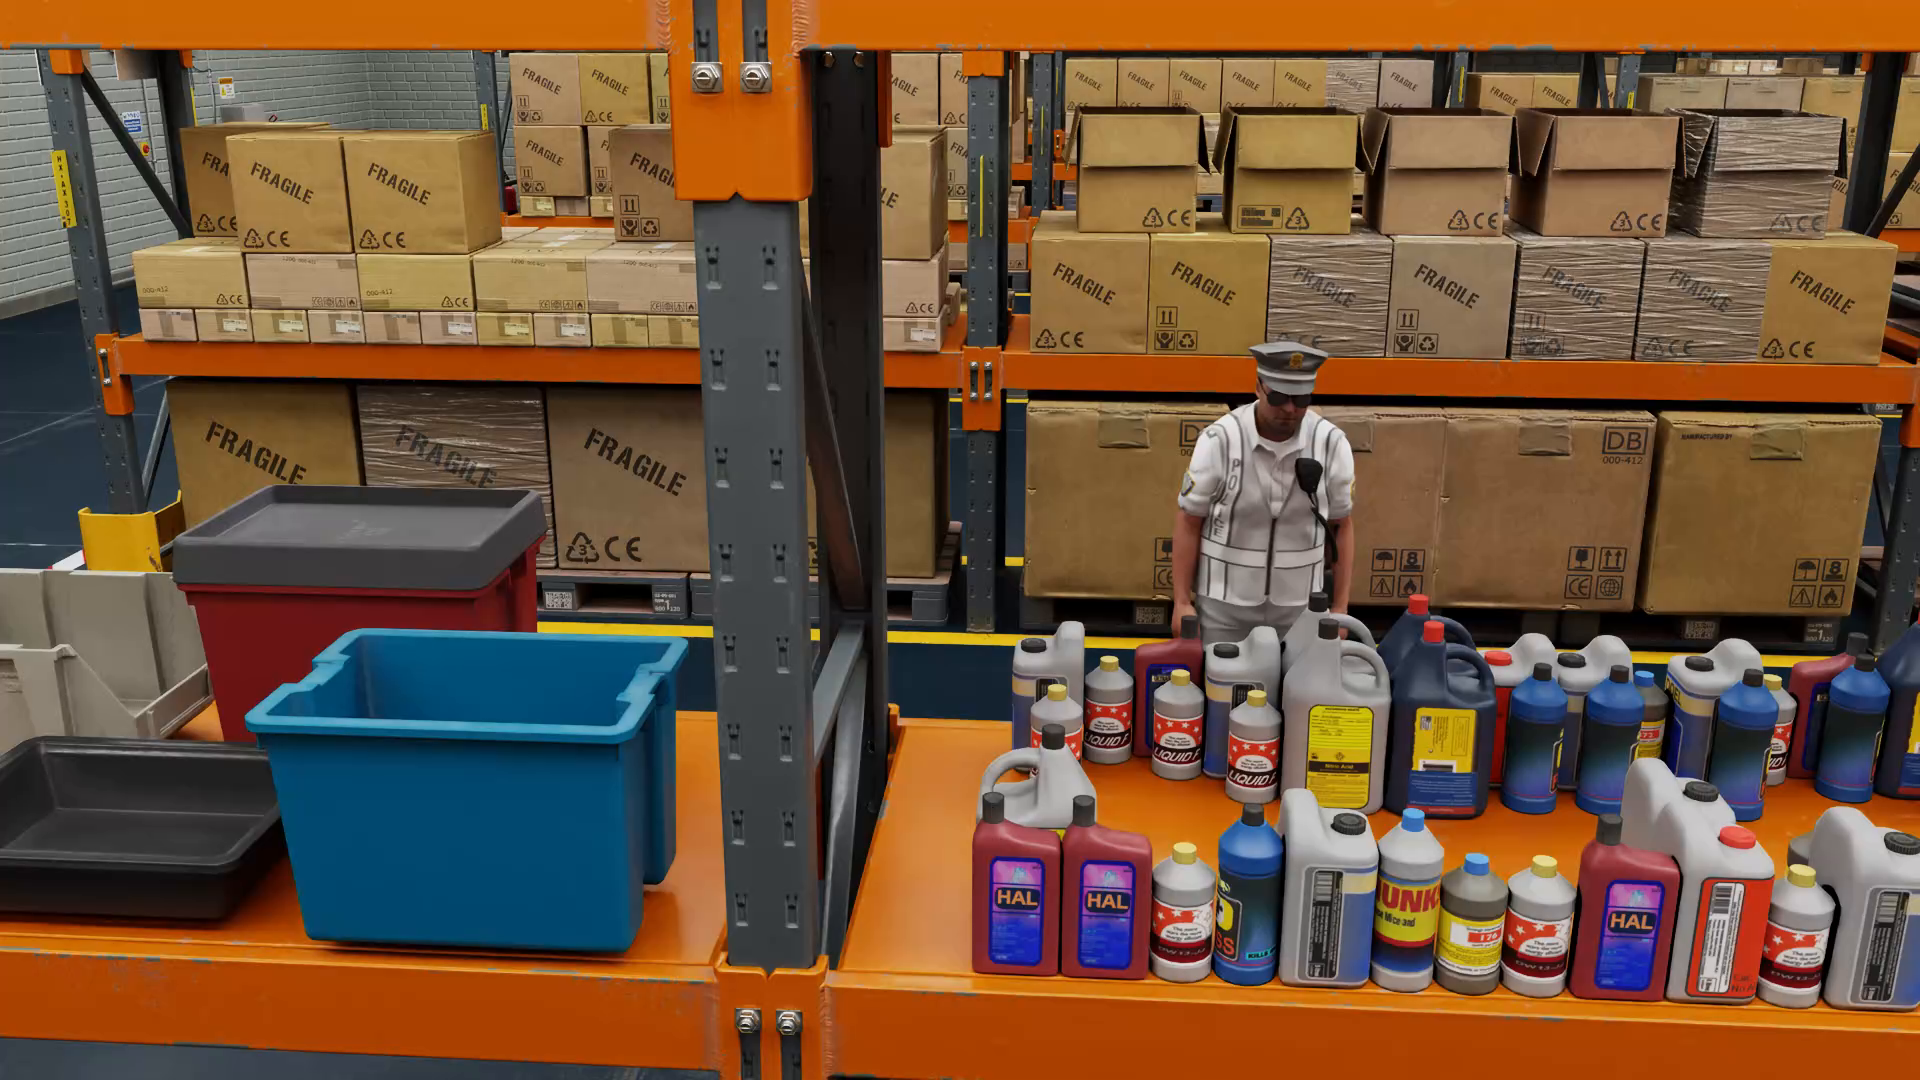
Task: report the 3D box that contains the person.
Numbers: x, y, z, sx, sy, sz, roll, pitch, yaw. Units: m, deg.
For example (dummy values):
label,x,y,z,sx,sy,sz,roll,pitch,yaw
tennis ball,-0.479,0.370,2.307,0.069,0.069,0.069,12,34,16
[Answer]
label,x,y,z,sx,sy,sz,roll,pitch,yaw
person,0.969,0.208,5.373,0.589,1.746,0.436,0,17,2
